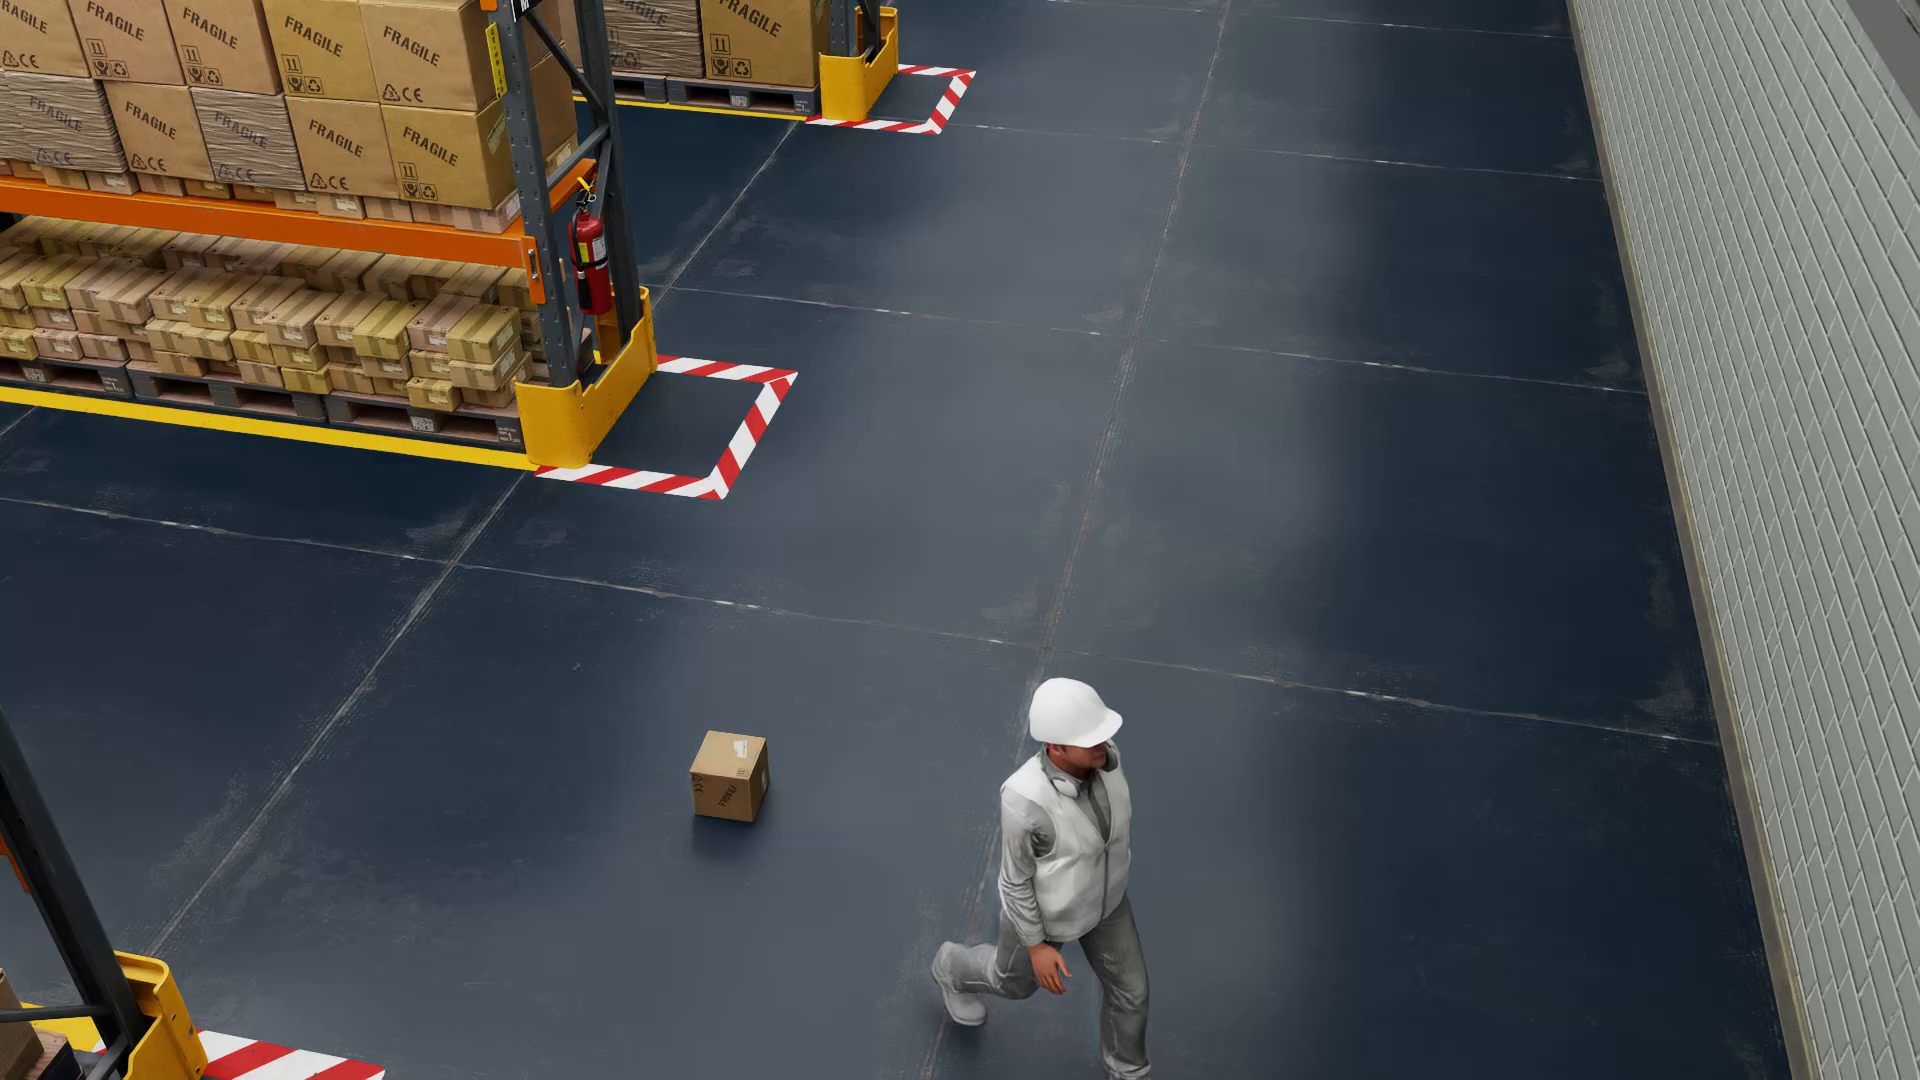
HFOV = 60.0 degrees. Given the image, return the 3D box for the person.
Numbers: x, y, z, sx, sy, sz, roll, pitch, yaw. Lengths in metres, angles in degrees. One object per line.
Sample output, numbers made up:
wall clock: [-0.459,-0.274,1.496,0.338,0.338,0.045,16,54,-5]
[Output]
person: [0.324,1.135,5.401,0.554,1.730,1.001,-29,45,-33]
